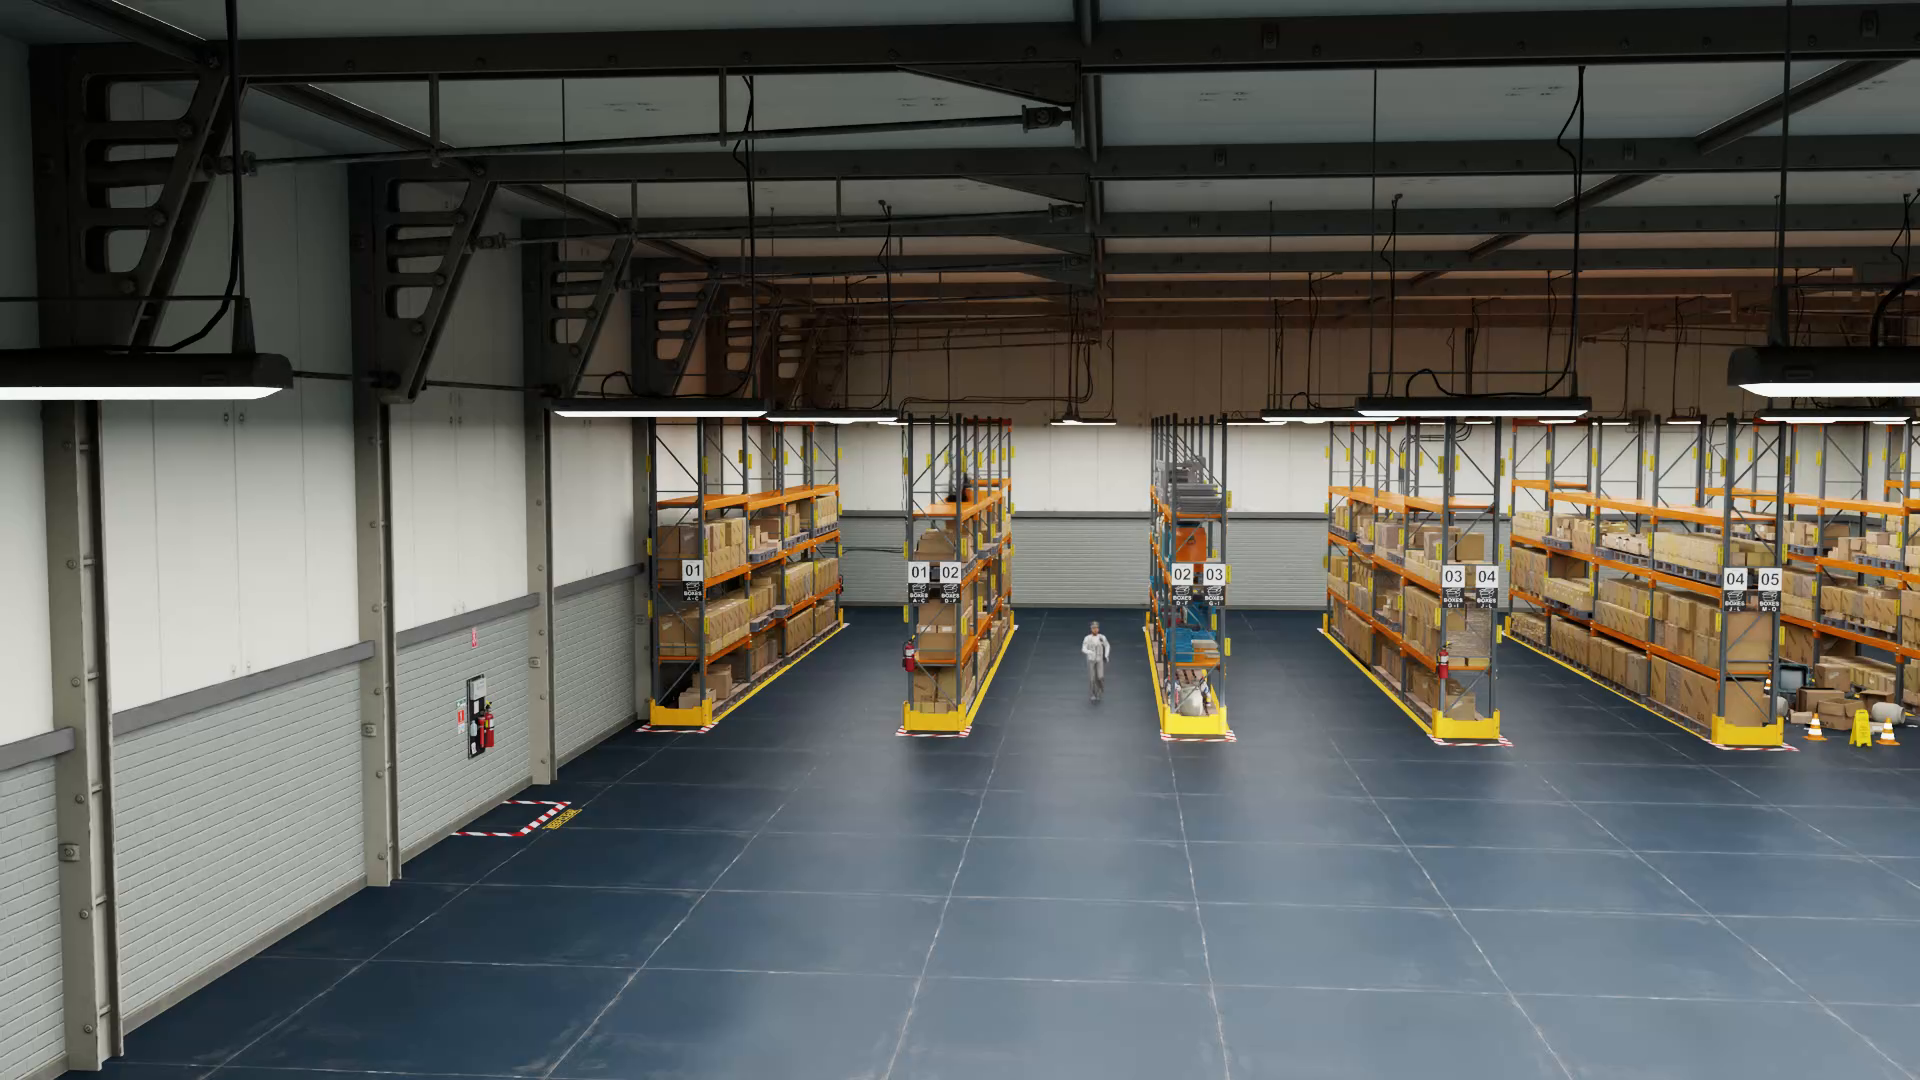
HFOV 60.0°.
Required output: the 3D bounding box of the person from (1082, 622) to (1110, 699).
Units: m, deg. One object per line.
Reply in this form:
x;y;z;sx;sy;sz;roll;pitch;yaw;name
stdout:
2.852;2.533;34.837;0.590;1.660;0.611;0;4;3;person
